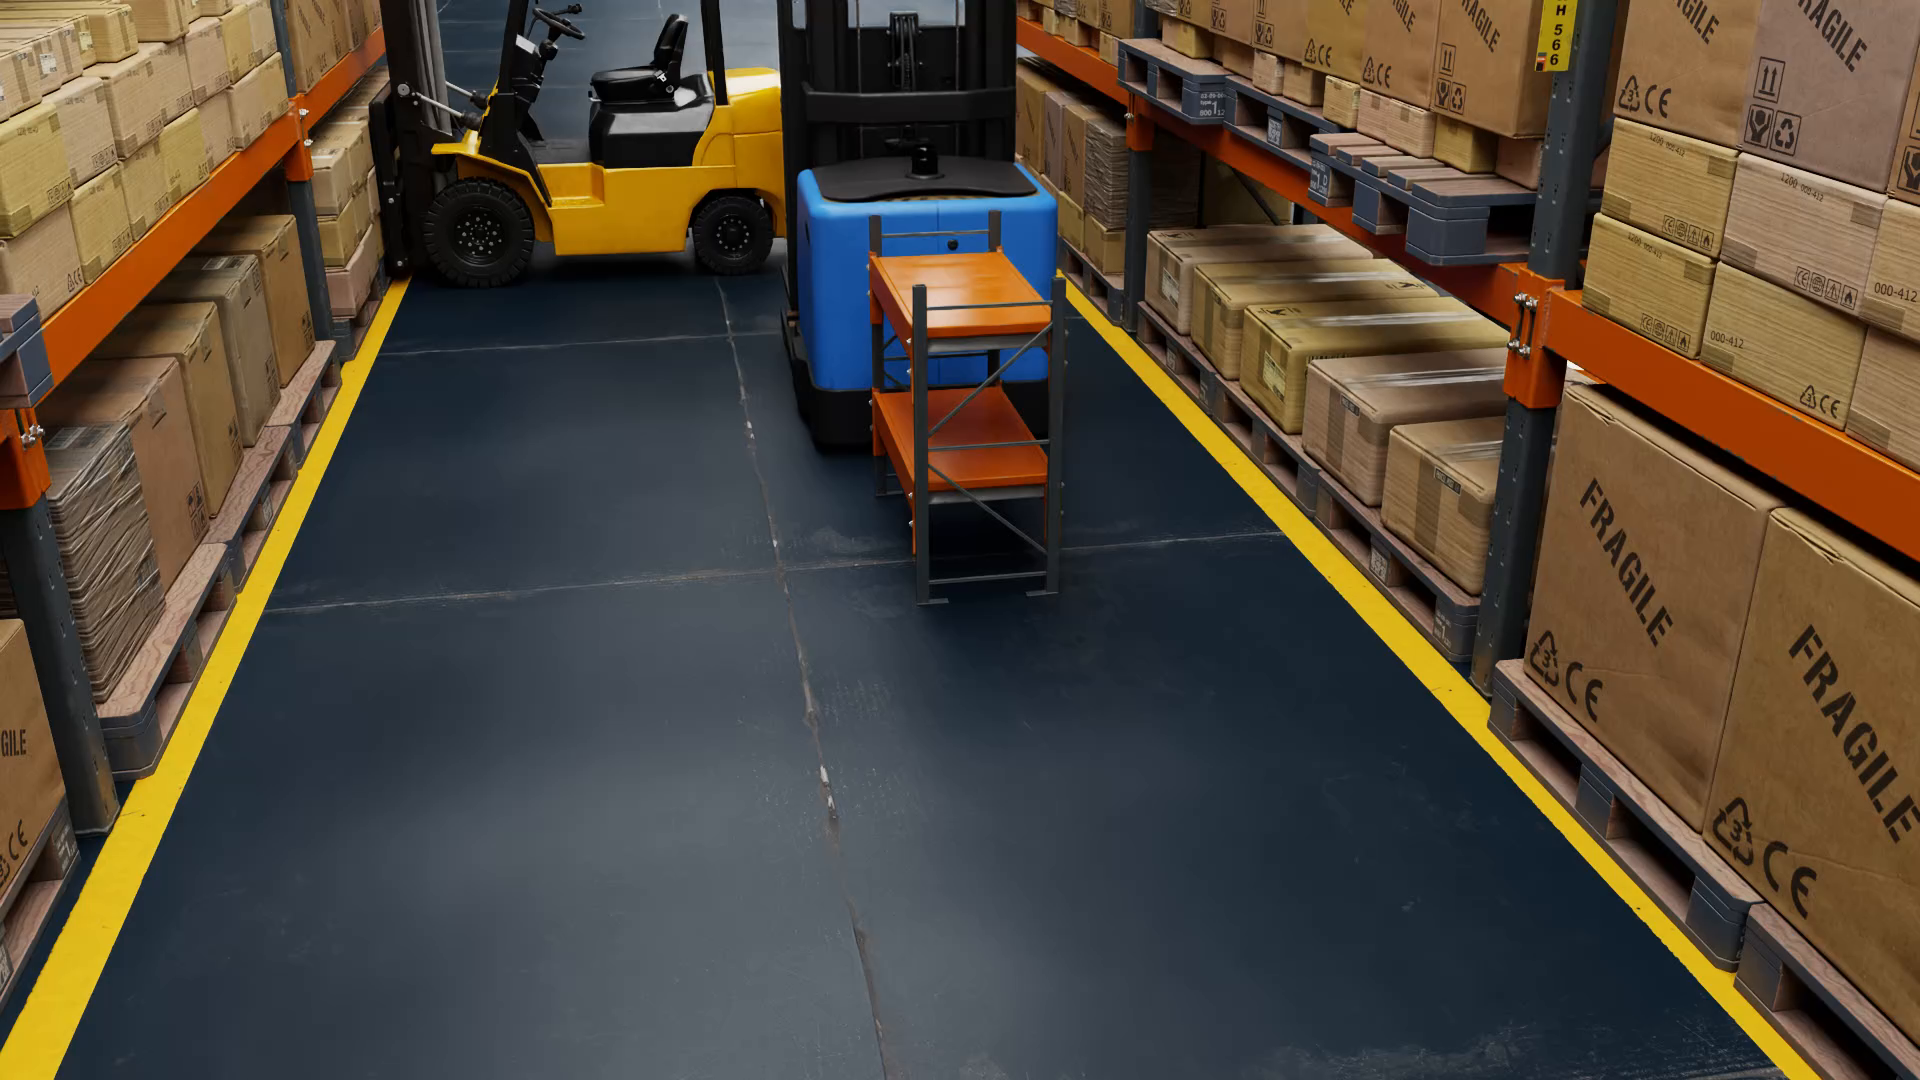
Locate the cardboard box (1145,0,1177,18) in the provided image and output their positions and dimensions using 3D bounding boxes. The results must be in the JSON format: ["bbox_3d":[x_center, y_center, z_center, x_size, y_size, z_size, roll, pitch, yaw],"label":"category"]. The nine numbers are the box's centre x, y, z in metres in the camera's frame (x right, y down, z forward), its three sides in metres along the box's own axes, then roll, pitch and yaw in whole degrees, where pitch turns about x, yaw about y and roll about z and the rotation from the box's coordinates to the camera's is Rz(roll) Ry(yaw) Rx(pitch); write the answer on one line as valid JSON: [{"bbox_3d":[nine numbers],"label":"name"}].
[{"bbox_3d":[1.166,-2.683,7.625,0.500,0.500,0.500,-4,24,-8],"label":"cardboard box"}]

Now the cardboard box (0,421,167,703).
[{"bbox_3d":[-2.878,0.077,4.768,0.875,0.625,0.625,-4,24,-8],"label":"cardboard box"}]

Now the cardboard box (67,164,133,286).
[{"bbox_3d":[-2.706,-0.894,4.737,0.500,0.250,0.500,-5,24,-11],"label":"cardboard box"}]

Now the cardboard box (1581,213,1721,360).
[{"bbox_3d":[1.944,-0.661,4.204,0.500,0.250,0.500,-5,24,-11],"label":"cardboard box"}]

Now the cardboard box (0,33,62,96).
[{"bbox_3d":[-2.669,-1.267,4.467,0.380,0.149,0.250,-4,24,-8],"label":"cardboard box"}]

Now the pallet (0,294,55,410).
[{"bbox_3d":[-2.582,-0.223,3.252,1.213,0.211,1.003,-4,24,-10],"label":"pallet"}]

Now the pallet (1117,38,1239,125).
[{"bbox_3d":[1.360,-2.115,7.585,1.003,0.211,1.213,-4,24,-10],"label":"pallet"}]

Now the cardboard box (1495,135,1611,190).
[{"bbox_3d":[1.809,-1.130,4.878,0.380,0.149,0.250,-3,24,-8],"label":"cardboard box"}]

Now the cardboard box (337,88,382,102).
[{"bbox_3d":[-3.661,-2.553,10.010,0.500,0.250,0.500,-4,24,-9],"label":"cardboard box"}]

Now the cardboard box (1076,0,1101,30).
[{"bbox_3d":[0.933,-3.055,9.000,0.500,0.500,0.500,-4,24,-8],"label":"cardboard box"}]

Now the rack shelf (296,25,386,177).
[{"bbox_3d":[-3.886,-2.603,9.360,1.077,0.370,4.000,-4,24,-10],"label":"rack shelf"}]

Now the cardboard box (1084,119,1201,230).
[{"bbox_3d":[0.988,-2.003,9.063,0.500,0.500,0.500,-5,24,-10],"label":"cardboard box"}]

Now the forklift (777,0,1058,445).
[{"bbox_3d":[-0.323,-2.301,7.856,1.130,2.935,3.031,-4,24,-8],"label":"forklift"}]

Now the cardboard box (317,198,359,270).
[{"bbox_3d":[-3.302,-1.520,8.269,0.500,0.250,0.500,-4,24,-10],"label":"cardboard box"}]

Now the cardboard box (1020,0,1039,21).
[{"bbox_3d":[0.594,-3.413,10.630,0.380,0.149,0.250,-4,24,-8],"label":"cardboard box"}]

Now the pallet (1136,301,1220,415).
[{"bbox_3d":[1.507,-0.930,8.117,1.003,0.211,1.213,-4,24,-10],"label":"pallet"}]

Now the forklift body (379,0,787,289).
[{"bbox_3d":[-2.112,-2.719,9.788,2.313,2.155,1.214,-4,24,-10],"label":"forklift body"}]

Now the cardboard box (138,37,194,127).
[{"bbox_3d":[-2.908,-1.529,5.565,0.500,0.250,0.500,-4,24,-9],"label":"cardboard box"}]

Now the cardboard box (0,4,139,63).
[{"bbox_3d":[-2.795,-1.569,5.160,0.380,0.149,0.250,-4,24,-9],"label":"cardboard box"}]

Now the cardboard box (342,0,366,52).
[{"bbox_3d":[-3.621,-2.987,9.217,0.500,0.500,0.500,-4,24,-9],"label":"cardboard box"}]

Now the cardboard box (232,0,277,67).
[{"bbox_3d":[-3.174,-2.132,6.946,0.500,0.250,0.500,-5,24,-11],"label":"cardboard box"}]

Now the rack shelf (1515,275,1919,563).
[{"bbox_3d":[2.471,0.175,3.000,1.077,0.370,4.000,-4,24,-10],"label":"rack shelf"}]

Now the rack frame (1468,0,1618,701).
[{"bbox_3d":[2.101,-0.941,4.657,1.000,3.000,0.127,-4,24,-10],"label":"rack frame"}]

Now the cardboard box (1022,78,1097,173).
[{"bbox_3d":[0.690,-2.613,10.460,0.500,0.500,0.500,-4,24,-9],"label":"cardboard box"}]

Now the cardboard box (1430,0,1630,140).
[{"bbox_3d":[1.744,-1.474,4.856,0.500,0.500,0.500,-5,24,-11],"label":"cardboard box"}]

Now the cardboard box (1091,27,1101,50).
[{"bbox_3d":[0.946,-2.808,9.246,0.380,0.149,0.250,-5,24,-10],"label":"cardboard box"}]

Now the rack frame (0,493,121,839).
[{"bbox_3d":[-2.776,-0.572,3.812,1.000,3.000,0.127,-4,24,-10],"label":"rack frame"}]

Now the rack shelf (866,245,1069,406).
[{"bbox_3d":[0.001,-0.781,5.902,0.538,0.278,1.000,-4,24,-10],"label":"rack shelf"}]

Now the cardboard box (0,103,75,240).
[{"bbox_3d":[-2.594,-0.927,4.188,0.500,0.250,0.500,-4,24,-10],"label":"cardboard box"}]

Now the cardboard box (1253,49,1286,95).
[{"bbox_3d":[1.367,-1.836,6.496,0.380,0.149,0.250,-3,24,-8],"label":"cardboard box"}]

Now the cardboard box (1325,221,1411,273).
[{"bbox_3d":[2.501,-1.892,9.955,0.500,0.500,0.500,13,27,27],"label":"cardboard box"}]

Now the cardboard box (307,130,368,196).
[{"bbox_3d":[-3.382,-1.952,8.632,0.500,0.250,0.500,-4,24,-10],"label":"cardboard box"}]

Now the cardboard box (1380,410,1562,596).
[{"bbox_3d":[2.006,-0.152,5.609,0.950,0.372,0.625,-6,24,-13],"label":"cardboard box"}]

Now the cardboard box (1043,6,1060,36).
[{"bbox_3d":[0.710,-3.104,9.923,0.380,0.149,0.250,-4,24,-9],"label":"cardboard box"}]

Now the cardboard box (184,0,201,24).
[{"bbox_3d":[-3.010,-1.969,6.075,0.380,0.149,0.250,-5,24,-11],"label":"cardboard box"}]

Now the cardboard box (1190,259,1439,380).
[{"bbox_3d":[1.597,-1.014,7.582,0.950,0.372,0.625,-3,24,-6],"label":"cardboard box"}]

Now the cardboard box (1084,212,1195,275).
[{"bbox_3d":[0.988,-1.659,9.212,0.500,0.250,0.500,-3,24,-7],"label":"cardboard box"}]

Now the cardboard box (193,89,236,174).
[{"bbox_3d":[-3.006,-1.503,6.131,0.500,0.250,0.500,-4,24,-9],"label":"cardboard box"}]

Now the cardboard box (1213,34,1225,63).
[{"bbox_3d":[1.318,-2.146,7.206,0.380,0.149,0.250,-3,24,-6],"label":"cardboard box"}]

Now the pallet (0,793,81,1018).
[{"bbox_3d":[-2.675,1.002,3.692,1.003,0.211,1.213,-4,24,-10],"label":"pallet"}]

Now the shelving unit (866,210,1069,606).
[{"bbox_3d":[0.001,-0.513,6.019,0.538,1.125,1.048,-4,24,-10],"label":"shelving unit"}]

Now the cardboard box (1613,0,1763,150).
[{"bbox_3d":[1.952,-1.233,3.951,0.500,0.500,0.500,-5,24,-12],"label":"cardboard box"}]

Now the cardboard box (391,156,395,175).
[{"bbox_3d":[-3.571,-2.115,9.632,0.500,0.250,0.500,-4,24,-10],"label":"cardboard box"}]

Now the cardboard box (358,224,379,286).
[{"bbox_3d":[-3.389,-1.491,8.828,0.500,0.250,0.500,-5,24,-11],"label":"cardboard box"}]

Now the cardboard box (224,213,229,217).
[{"bbox_3d":[-3.797,-1.715,8.091,0.500,0.250,0.500,-4,24,-9],"label":"cardboard box"}]

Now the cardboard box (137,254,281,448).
[{"bbox_3d":[-3.272,-0.740,6.638,0.875,0.625,0.625,-5,24,-10],"label":"cardboard box"}]

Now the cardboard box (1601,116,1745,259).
[{"bbox_3d":[1.952,-0.884,4.089,0.500,0.250,0.500,-4,24,-10],"label":"cardboard box"}]

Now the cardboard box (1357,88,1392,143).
[{"bbox_3d":[1.559,-1.425,5.555,0.380,0.149,0.250,-5,24,-12],"label":"cardboard box"}]

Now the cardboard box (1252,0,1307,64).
[{"bbox_3d":[1.443,-2.090,6.265,0.500,0.500,0.500,-5,24,-12],"label":"cardboard box"}]

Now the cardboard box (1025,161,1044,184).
[{"bbox_3d":[0.700,-2.267,10.604,0.500,0.250,0.500,-3,24,-6],"label":"cardboard box"}]

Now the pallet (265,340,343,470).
[{"bbox_3d":[-3.341,-0.581,7.316,1.003,0.211,1.213,-4,24,-10],"label":"pallet"}]

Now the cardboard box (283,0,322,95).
[{"bbox_3d":[-3.341,-2.385,7.839,0.500,0.500,0.500,-5,24,-11],"label":"cardboard box"}]
